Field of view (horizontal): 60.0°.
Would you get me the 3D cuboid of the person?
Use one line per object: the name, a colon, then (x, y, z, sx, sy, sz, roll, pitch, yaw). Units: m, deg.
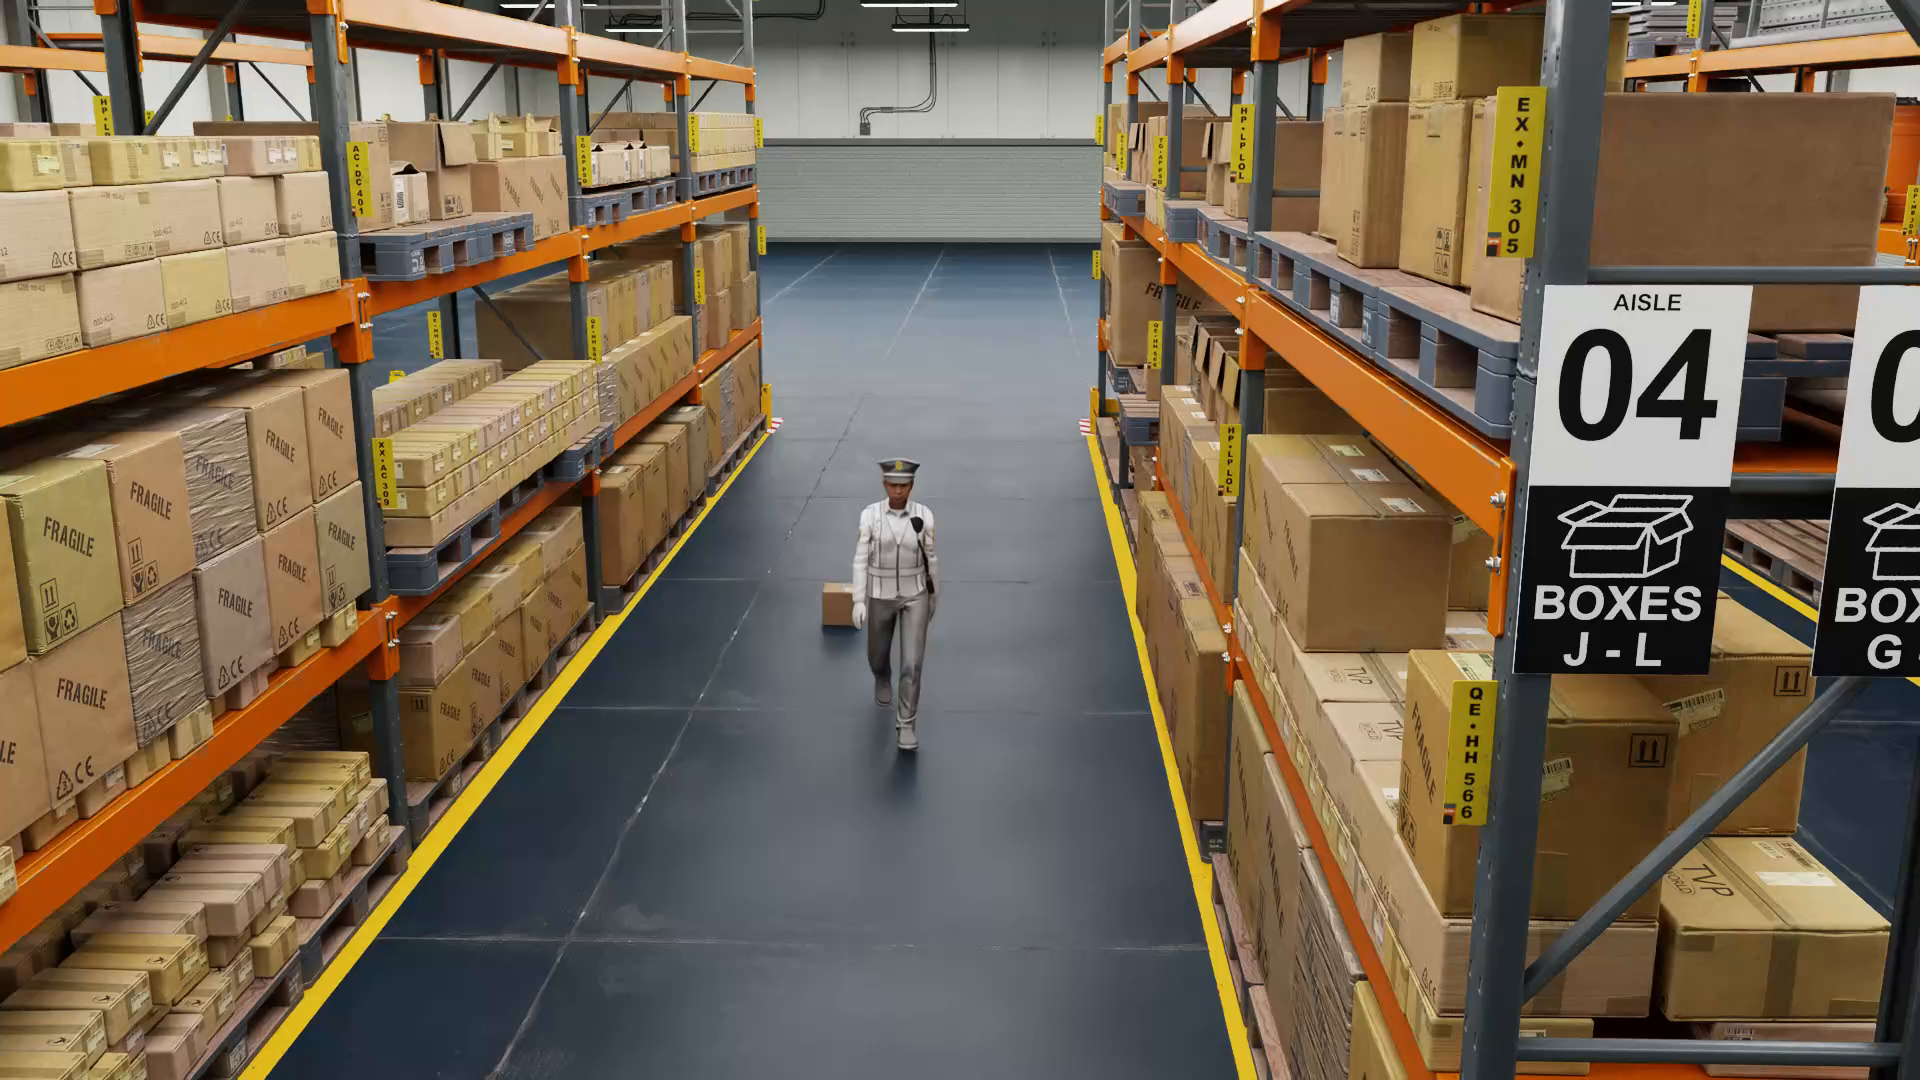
person: (-0.371, 0.314, 9.655, 0.500, 1.637, 0.878, 0, 14, -1)
